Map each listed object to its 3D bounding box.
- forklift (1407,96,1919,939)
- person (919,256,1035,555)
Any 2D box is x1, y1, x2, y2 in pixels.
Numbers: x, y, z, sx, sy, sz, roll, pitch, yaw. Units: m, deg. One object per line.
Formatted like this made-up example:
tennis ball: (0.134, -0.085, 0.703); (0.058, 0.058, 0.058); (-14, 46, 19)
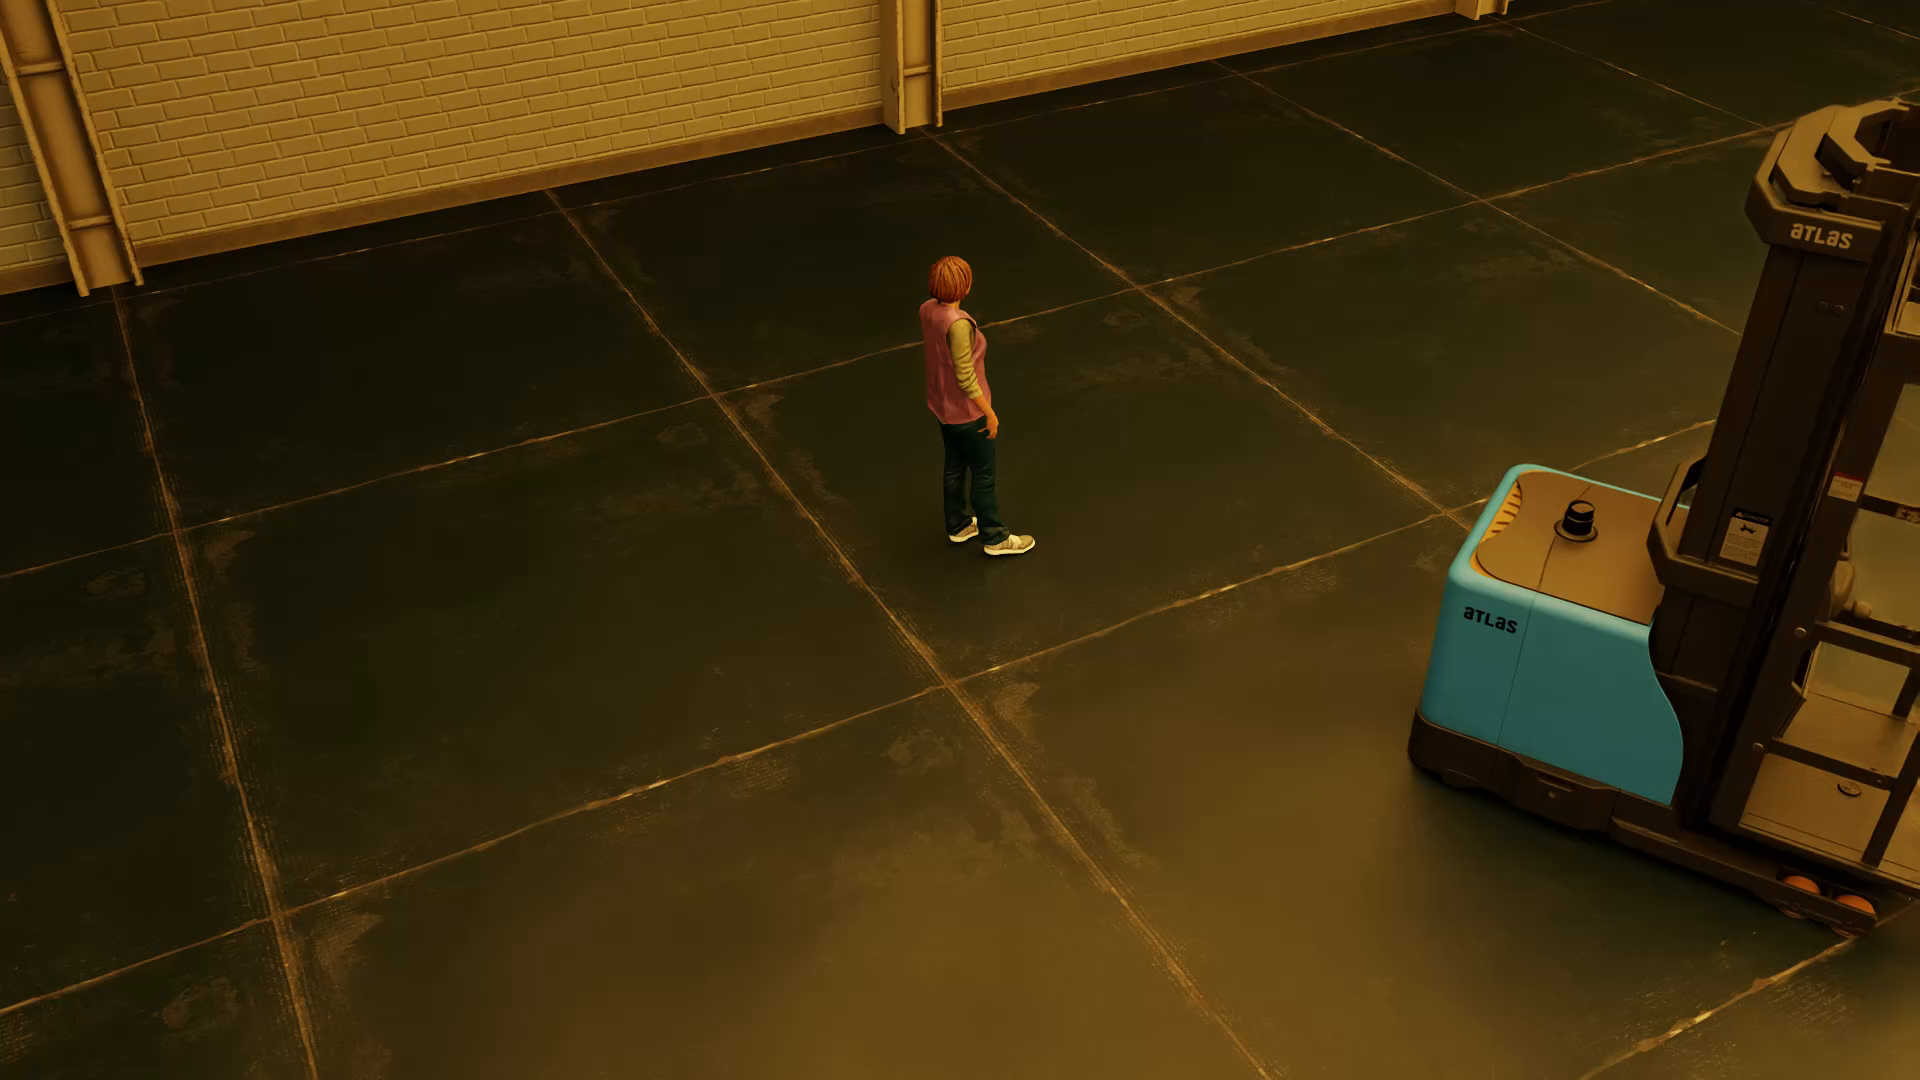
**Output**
forklift: (3.477, -0.002, 6.127); (3.031, 2.935, 1.130); (19, 39, 25)
person: (0.072, -0.665, 8.219); (0.476, 1.582, 0.520); (-17, 39, -23)
